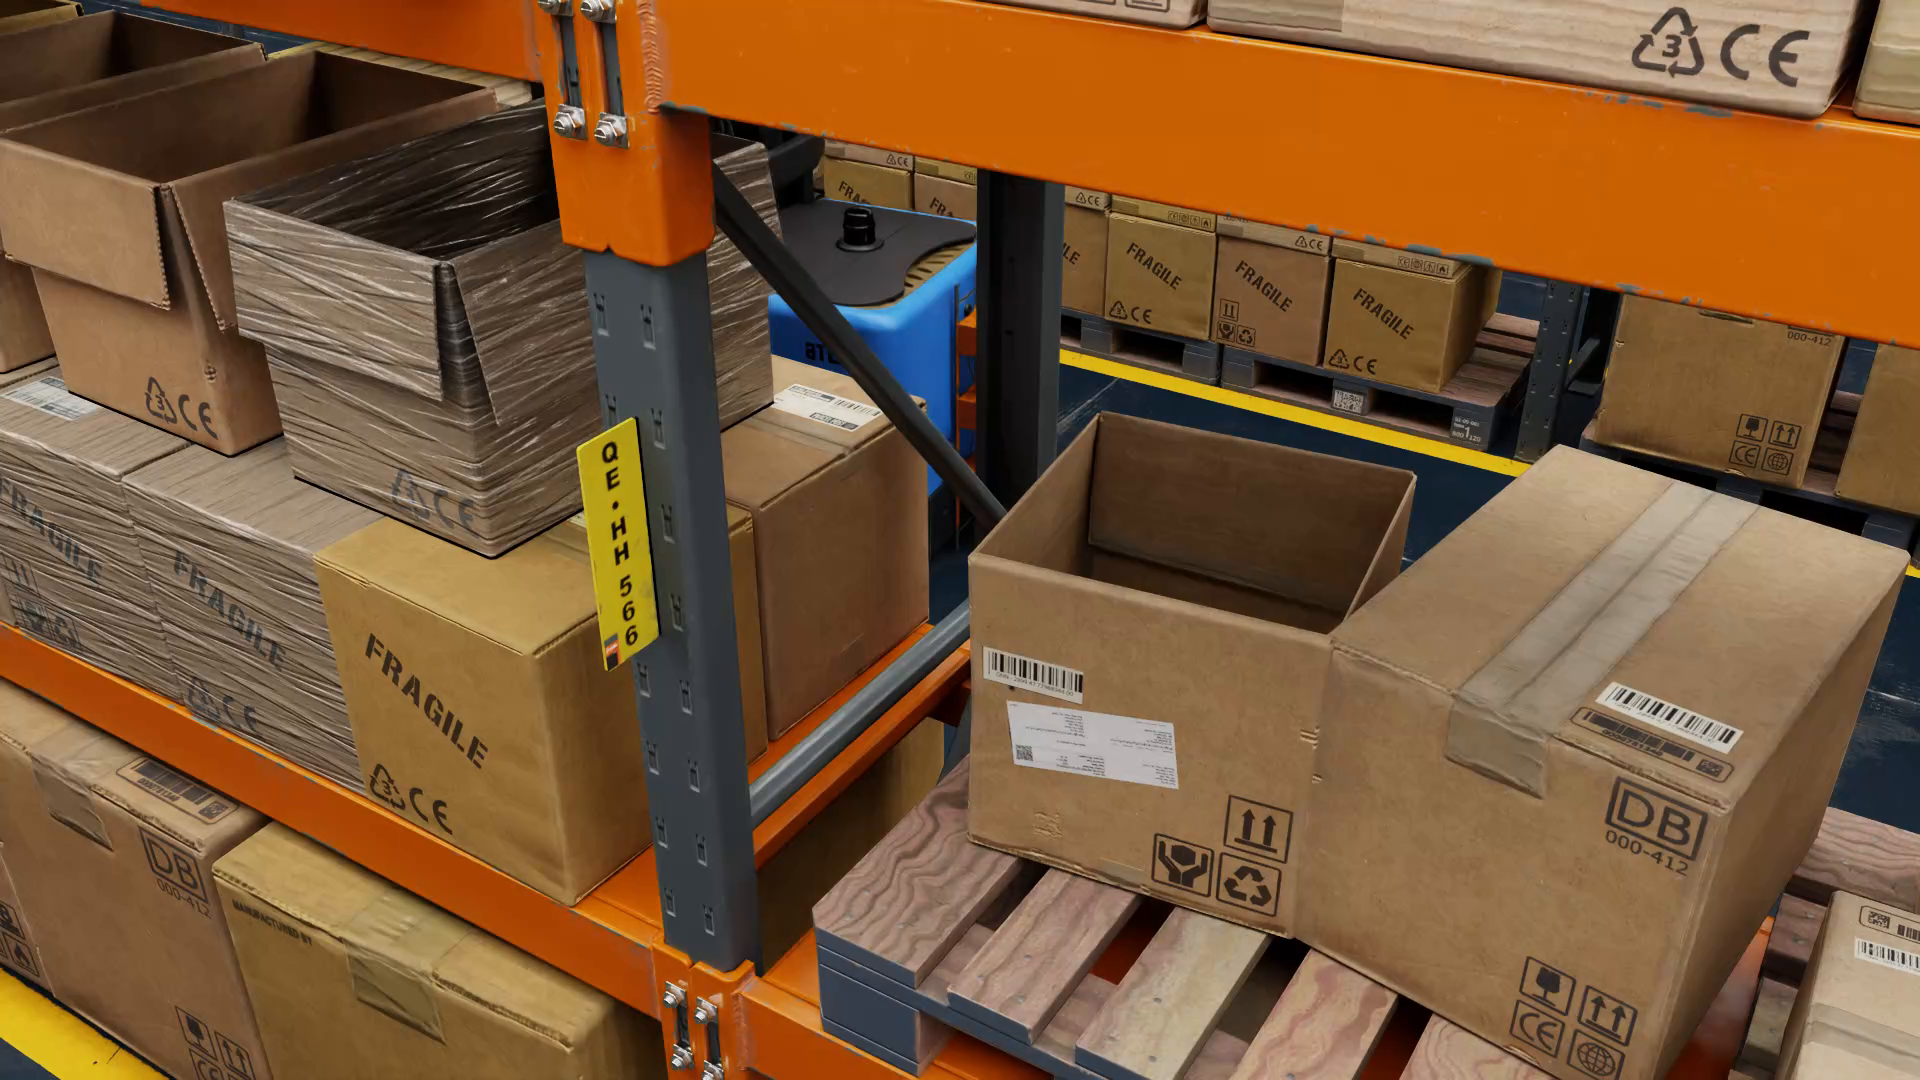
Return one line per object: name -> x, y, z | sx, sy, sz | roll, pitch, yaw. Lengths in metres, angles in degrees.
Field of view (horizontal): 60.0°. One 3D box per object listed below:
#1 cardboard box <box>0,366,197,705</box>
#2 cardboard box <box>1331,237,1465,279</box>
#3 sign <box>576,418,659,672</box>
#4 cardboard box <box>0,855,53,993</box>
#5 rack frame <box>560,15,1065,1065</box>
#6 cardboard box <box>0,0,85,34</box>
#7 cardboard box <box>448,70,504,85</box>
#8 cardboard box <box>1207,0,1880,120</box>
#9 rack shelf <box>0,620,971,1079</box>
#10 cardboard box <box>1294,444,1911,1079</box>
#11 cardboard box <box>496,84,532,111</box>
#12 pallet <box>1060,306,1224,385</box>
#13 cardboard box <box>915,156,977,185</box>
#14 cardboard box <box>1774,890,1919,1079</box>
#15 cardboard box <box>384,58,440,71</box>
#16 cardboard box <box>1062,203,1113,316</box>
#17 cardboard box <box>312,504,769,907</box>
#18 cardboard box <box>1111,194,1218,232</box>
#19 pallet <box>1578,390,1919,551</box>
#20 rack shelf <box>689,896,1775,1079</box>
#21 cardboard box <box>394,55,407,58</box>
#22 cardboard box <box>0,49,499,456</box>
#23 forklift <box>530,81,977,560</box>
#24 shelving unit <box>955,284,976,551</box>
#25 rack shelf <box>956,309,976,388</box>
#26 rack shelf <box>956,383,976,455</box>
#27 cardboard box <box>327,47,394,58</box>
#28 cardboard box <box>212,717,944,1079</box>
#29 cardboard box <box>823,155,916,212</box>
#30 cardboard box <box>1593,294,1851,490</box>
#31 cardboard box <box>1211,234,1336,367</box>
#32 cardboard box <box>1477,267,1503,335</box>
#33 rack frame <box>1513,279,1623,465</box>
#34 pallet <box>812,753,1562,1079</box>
cardboard box -> -1.549, -0.072, 3.297 | 0.500, 0.500, 0.500 | 16, 34, 26
cardboard box -> 1.865, -1.315, 6.847 | 0.500, 0.250, 0.500 | 17, 34, 26
sign -> -0.431, 0.009, 2.108 | 0.005, 0.325, 0.100 | 18, 35, 27
cardboard box -> -2.217, 0.339, 4.385 | 0.875, 0.875, 1.225 | 16, 34, 26
rack frame -> -0.137, 0.270, 2.810 | 0.053, 2.616, 0.949 | 18, 35, 27
cardboard box -> -2.406, -0.920, 3.755 | 0.637, 0.503, 0.797 | 18, 35, 28
cardboard box -> -2.804, -2.539, 9.447 | 0.250, 0.149, 0.380 | 18, 35, 28
cardboard box -> 0.558, -0.587, 1.451 | 0.500, 0.250, 0.500 | 18, 35, 29
rack shelf -> -1.833, 0.047, 3.907 | 4.000, 0.370, 1.077 | 18, 35, 27
cardboard box -> 0.866, 0.282, 2.274 | 0.500, 0.500, 0.700 | 23, 38, 34
cardboard box -> -2.388, -2.399, 9.207 | 0.250, 0.149, 0.380 | 16, 34, 26
pallet -> 0.893, -1.151, 8.013 | 1.213, 0.211, 1.003 | 18, 35, 27
cardboard box -> 0.134, -1.863, 7.786 | 0.500, 0.250, 0.500 | 19, 35, 29
cardboard box -> 1.158, 0.702, 1.801 | 0.500, 0.250, 0.500 | 17, 34, 26
cardboard box -> -3.232, -2.707, 9.735 | 0.250, 0.149, 0.380 | 16, 34, 25
cardboard box -> 0.580, -1.405, 7.745 | 0.500, 0.500, 0.500 | 18, 35, 28
cardboard box -> -0.689, 0.202, 2.827 | 0.500, 0.500, 0.500 | 19, 35, 29
cardboard box -> 1.009, -1.588, 7.316 | 0.500, 0.250, 0.500 | 18, 35, 28
pallet -> 3.211, -0.370, 6.675 | 1.213, 0.211, 1.003 | 18, 35, 27
rack shelf -> 1.555, 1.118, 2.070 | 4.000, 0.370, 1.077 | 18, 35, 27
cardboard box -> -3.427, -3.043, 10.311 | 0.250, 0.149, 0.380 | 18, 35, 28
cardboard box -> -1.300, -0.583, 3.178 | 0.637, 0.503, 0.797 | 18, 35, 28
forklift -> -1.363, -1.586, 6.060 | 3.031, 2.935, 1.130 | 13, 33, 21
shelving unit -> 0.138, -0.431, 5.947 | 0.252, 1.050, 0.215 | 13, 33, 21
rack shelf -> 0.138, -0.667, 5.810 | 0.240, 0.259, 0.215 | 13, 33, 21
rack shelf -> 0.138, -0.422, 5.953 | 0.240, 0.259, 0.215 | 13, 33, 21
cardboard box -> -3.632, -2.860, 9.998 | 0.250, 0.149, 0.380 | 18, 35, 28
cardboard box -> -0.712, 0.814, 3.569 | 0.875, 0.875, 1.225 | 16, 34, 25
cardboard box -> -0.319, -1.680, 8.217 | 0.500, 0.500, 0.500 | 19, 35, 29
cardboard box -> 3.052, -0.826, 6.505 | 0.750, 0.750, 1.050 | 17, 34, 27
cardboard box -> 1.450, -1.125, 7.266 | 0.500, 0.500, 0.500 | 19, 35, 29
cardboard box -> 2.120, -1.218, 7.425 | 0.500, 0.500, 0.500 | 16, 34, 25
rack frame -> 2.584, -1.818, 6.390 | 0.127, 3.000, 1.000 | 18, 35, 27
pallet -> 0.521, 0.500, 2.606 | 1.003, 0.211, 1.213 | 18, 35, 27
